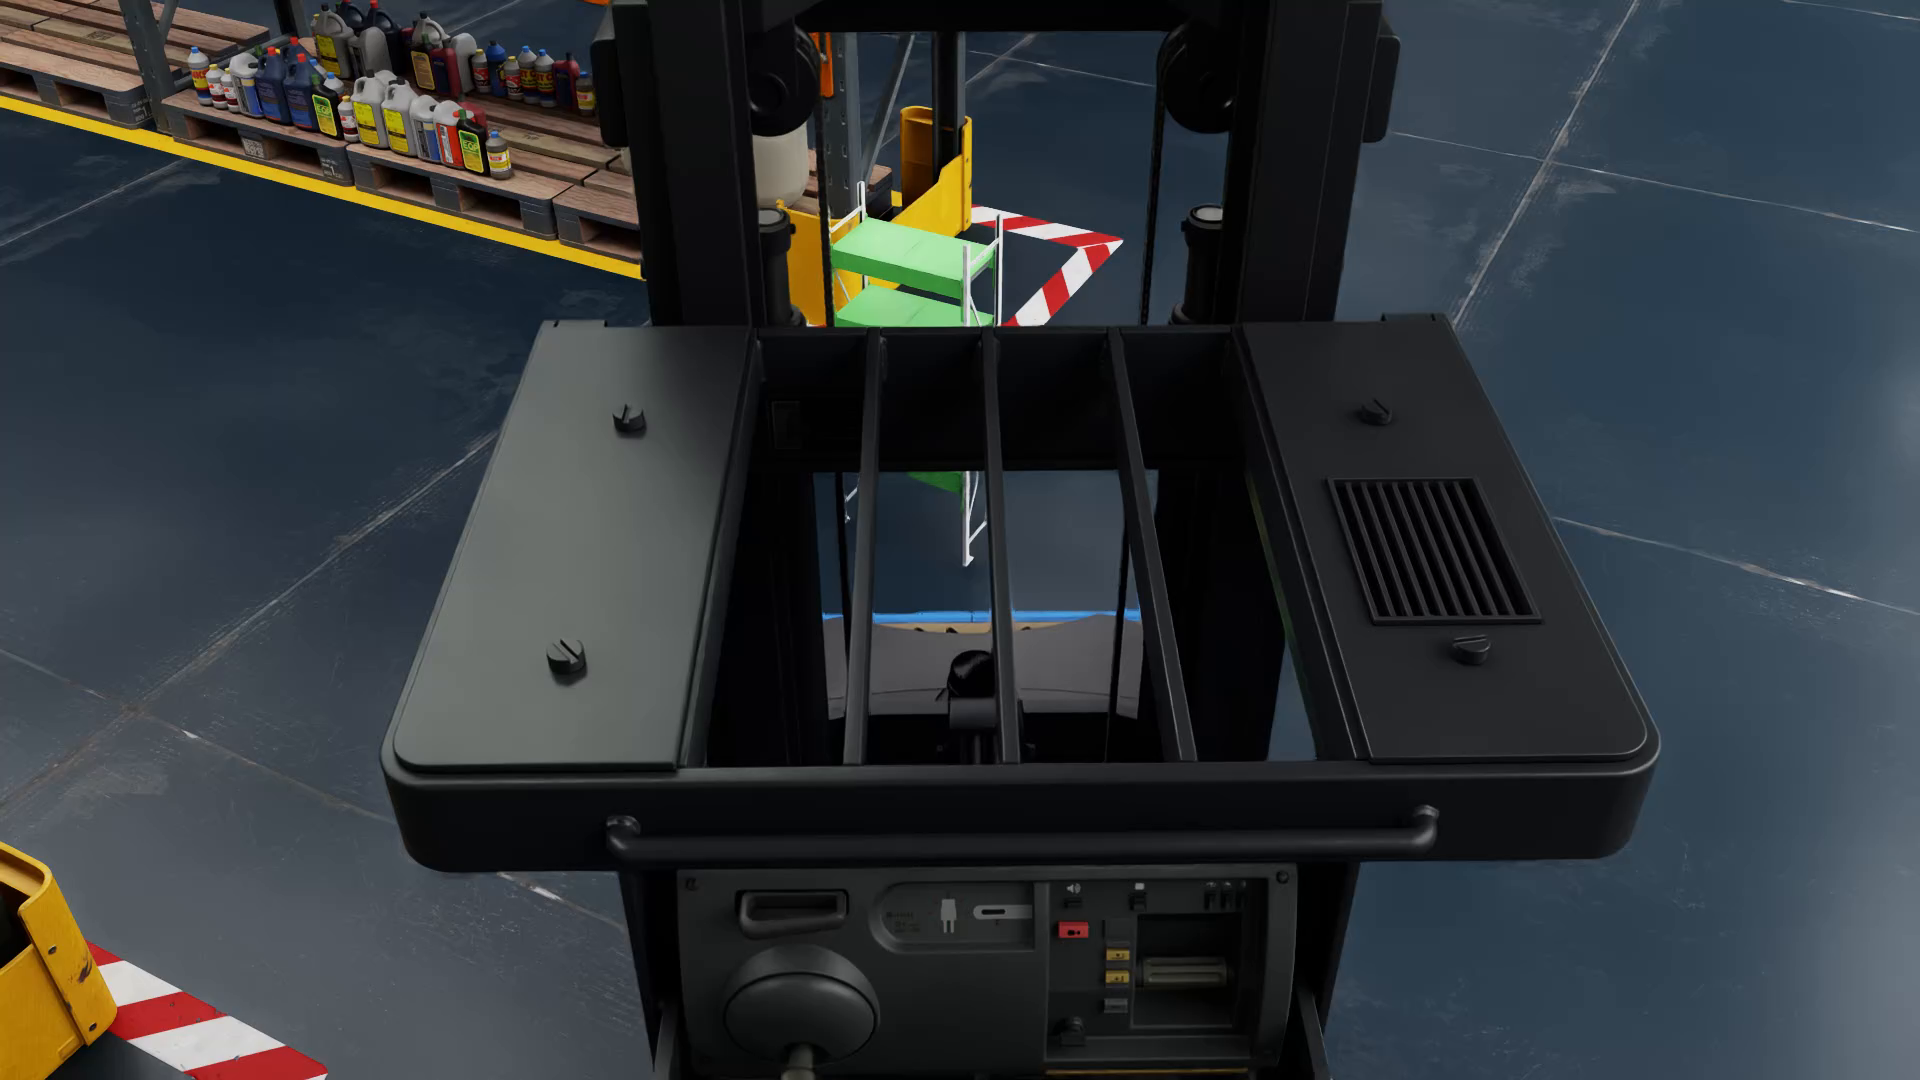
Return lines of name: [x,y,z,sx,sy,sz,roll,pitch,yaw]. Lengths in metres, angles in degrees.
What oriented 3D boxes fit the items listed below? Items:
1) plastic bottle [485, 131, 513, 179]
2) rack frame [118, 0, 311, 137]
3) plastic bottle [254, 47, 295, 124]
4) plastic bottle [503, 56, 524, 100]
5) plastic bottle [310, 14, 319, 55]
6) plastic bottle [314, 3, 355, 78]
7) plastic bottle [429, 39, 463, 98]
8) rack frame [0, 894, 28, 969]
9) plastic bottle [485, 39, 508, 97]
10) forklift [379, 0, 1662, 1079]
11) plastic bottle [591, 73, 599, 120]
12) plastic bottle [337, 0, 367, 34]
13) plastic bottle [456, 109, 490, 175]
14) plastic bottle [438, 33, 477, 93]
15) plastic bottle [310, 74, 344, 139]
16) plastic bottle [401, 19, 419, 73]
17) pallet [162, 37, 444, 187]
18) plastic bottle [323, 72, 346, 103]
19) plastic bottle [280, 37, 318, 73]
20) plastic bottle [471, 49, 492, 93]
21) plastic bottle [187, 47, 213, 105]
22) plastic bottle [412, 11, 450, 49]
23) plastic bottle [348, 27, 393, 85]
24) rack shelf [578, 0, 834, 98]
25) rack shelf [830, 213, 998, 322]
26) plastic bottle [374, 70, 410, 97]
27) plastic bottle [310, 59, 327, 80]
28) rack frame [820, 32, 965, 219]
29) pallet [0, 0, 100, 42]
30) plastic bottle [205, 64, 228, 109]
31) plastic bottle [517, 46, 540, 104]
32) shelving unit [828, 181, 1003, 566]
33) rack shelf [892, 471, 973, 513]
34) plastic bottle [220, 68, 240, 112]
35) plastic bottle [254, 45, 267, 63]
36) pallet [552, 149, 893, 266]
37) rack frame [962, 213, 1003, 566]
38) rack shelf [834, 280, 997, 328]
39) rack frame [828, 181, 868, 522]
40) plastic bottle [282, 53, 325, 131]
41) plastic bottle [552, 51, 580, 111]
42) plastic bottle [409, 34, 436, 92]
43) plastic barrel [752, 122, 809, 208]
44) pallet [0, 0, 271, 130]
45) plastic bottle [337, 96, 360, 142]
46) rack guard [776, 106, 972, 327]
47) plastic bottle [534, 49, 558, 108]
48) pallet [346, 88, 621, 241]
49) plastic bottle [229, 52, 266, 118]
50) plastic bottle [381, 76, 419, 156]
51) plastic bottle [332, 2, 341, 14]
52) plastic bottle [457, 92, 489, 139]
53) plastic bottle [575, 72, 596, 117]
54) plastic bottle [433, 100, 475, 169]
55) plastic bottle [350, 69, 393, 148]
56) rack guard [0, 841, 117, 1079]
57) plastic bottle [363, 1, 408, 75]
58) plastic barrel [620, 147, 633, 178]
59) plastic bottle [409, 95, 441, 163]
plastic bottle: [-2.090,-1.748,7.522,0.097,0.201,0.097,0,37,0]
rack frame: [-3.809,-3.524,7.911,0.127,3.000,1.000,17,41,21]
plastic bottle: [-3.283,-2.197,7.990,0.185,0.351,0.144,18,41,23]
plastic bottle: [-2.205,-2.294,8.242,0.097,0.201,0.097,0,37,0]
plastic bottle: [-3.344,-2.651,8.712,0.097,0.201,0.097,0,37,0]
plastic bottle: [-3.171,-2.542,8.445,0.185,0.351,0.144,17,41,21]
plastic bottle: [-2.553,-2.345,8.241,0.133,0.283,0.061,17,41,21]
rack frame: [-2.538,0.247,2.944,0.127,3.000,1.000,17,41,21]
plastic bottle: [-2.297,-2.351,8.259,0.097,0.271,0.097,0,37,0]
forklift: [0.047,0.735,2.357,1.130,2.935,3.031,-1,37,-1]
plastic bottle: [-1.724,-2.172,8.023,0.097,0.271,0.097,0,37,0]
plastic bottle: [-3.105,-2.620,8.547,0.185,0.351,0.144,16,40,20]
plastic bottle: [-2.202,-1.803,7.527,0.133,0.283,0.061,18,41,23]
plastic bottle: [-2.505,-2.399,8.319,0.135,0.276,0.152,18,41,22]
plastic bottle: [-2.988,-2.049,7.851,0.133,0.283,0.061,19,41,23]
plastic bottle: [-2.770,-2.516,8.467,0.133,0.283,0.061,20,42,24]
pallet: [-3.232,-2.204,8.479,1.213,0.211,1.003,17,41,21]
plastic bottle: [-2.968,-2.092,7.918,0.097,0.271,0.097,0,37,0]
plastic bottle: [-3.217,-2.274,8.092,0.185,0.351,0.144,17,41,21]
plastic bottle: [-2.387,-2.352,8.318,0.097,0.201,0.097,0,37,0]
plastic bottle: [-3.728,-2.288,8.176,0.097,0.271,0.097,0,37,0]
plastic bottle: [-2.647,-2.476,8.359,0.185,0.351,0.144,17,40,21]
plastic bottle: [-2.980,-2.450,8.386,0.135,0.276,0.152,17,41,21]
rack shelf: [-2.033,-2.681,7.396,4.000,0.370,1.077,17,41,21]
rack shelf: [-0.147,-0.855,5.196,0.480,0.148,0.258,17,41,21]
plastic bottle: [-2.692,-2.083,7.902,0.135,0.276,0.152,17,41,21]
plastic bottle: [-3.099,-2.190,8.046,0.097,0.271,0.097,0,37,0]
rack frame: [-0.257,-2.412,6.446,0.127,3.000,1.000,17,41,21]
pallet: [-5.612,-2.949,9.461,1.213,0.211,1.003,17,41,21]
plastic bottle: [-3.637,-2.232,8.160,0.097,0.201,0.097,0,37,0]
plastic bottle: [-2.117,-2.295,8.185,0.097,0.271,0.097,0,37,0]
shelving unit: [-0.147,-0.524,5.448,0.503,1.200,0.258,17,41,21]
rack shelf: [-0.147,-0.282,5.632,0.480,0.148,0.258,17,41,21]
plastic bottle: [-3.547,-2.204,8.123,0.097,0.201,0.097,0,37,0]
plastic bottle: [-3.380,-2.275,8.149,0.133,0.283,0.061,17,41,21]
pallet: [-1.065,-1.526,7.585,1.213,0.211,1.003,17,41,21]
rack frame: [0.070,-0.456,5.358,0.015,1.200,0.240,17,41,21]
rack shelf: [-0.147,-0.664,5.341,0.480,0.148,0.258,17,41,21]
rack frame: [-0.364,-0.592,5.537,0.015,1.200,0.240,17,41,21]
plastic bottle: [-3.116,-2.144,7.921,0.185,0.351,0.144,16,40,20]
plastic bottle: [-1.916,-2.249,8.115,0.133,0.283,0.061,18,41,22]
plastic bottle: [-2.672,-2.387,8.297,0.133,0.283,0.061,17,41,21]
plastic barrel: [-0.877,-1.730,7.258,0.421,0.512,0.421,0,37,0]
pallet: [-4.524,-2.611,9.015,1.213,0.211,1.003,17,41,21]
plastic bottle: [-2.875,-1.993,7.846,0.097,0.201,0.097,0,37,0]
rack guard: [-0.346,-1.412,7.196,0.348,0.500,1.175,17,41,21]
plastic bottle: [-2.028,-2.267,8.148,0.097,0.271,0.097,0,37,0]
pallet: [-2.144,-1.865,8.033,1.213,0.211,1.003,17,41,21]
plastic bottle: [-3.428,-2.215,8.076,0.135,0.276,0.152,19,41,23]
plastic bottle: [-2.573,-1.974,7.697,0.185,0.351,0.144,19,41,23]
plastic bottle: [-3.230,-2.660,8.657,0.133,0.283,0.061,19,41,24]
plastic bottle: [-2.252,-1.922,7.684,0.133,0.283,0.061,17,41,21]
plastic bottle: [-1.816,-2.172,8.082,0.097,0.201,0.097,0,37,0]
plastic bottle: [-2.301,-1.862,7.611,0.135,0.276,0.152,18,41,22]
plastic bottle: [-2.738,-2.026,7.765,0.185,0.351,0.144,17,40,21]
rack guard: [-2.517,1.249,3.691,0.348,0.500,1.175,17,41,21]
plastic bottle: [-2.934,-2.566,8.477,0.185,0.351,0.144,15,40,19]
plastic barrel: [-1.322,-1.869,7.442,0.421,0.512,0.421,0,37,0]
plastic bottle: [-2.424,-1.901,7.662,0.135,0.276,0.152,16,40,20]
